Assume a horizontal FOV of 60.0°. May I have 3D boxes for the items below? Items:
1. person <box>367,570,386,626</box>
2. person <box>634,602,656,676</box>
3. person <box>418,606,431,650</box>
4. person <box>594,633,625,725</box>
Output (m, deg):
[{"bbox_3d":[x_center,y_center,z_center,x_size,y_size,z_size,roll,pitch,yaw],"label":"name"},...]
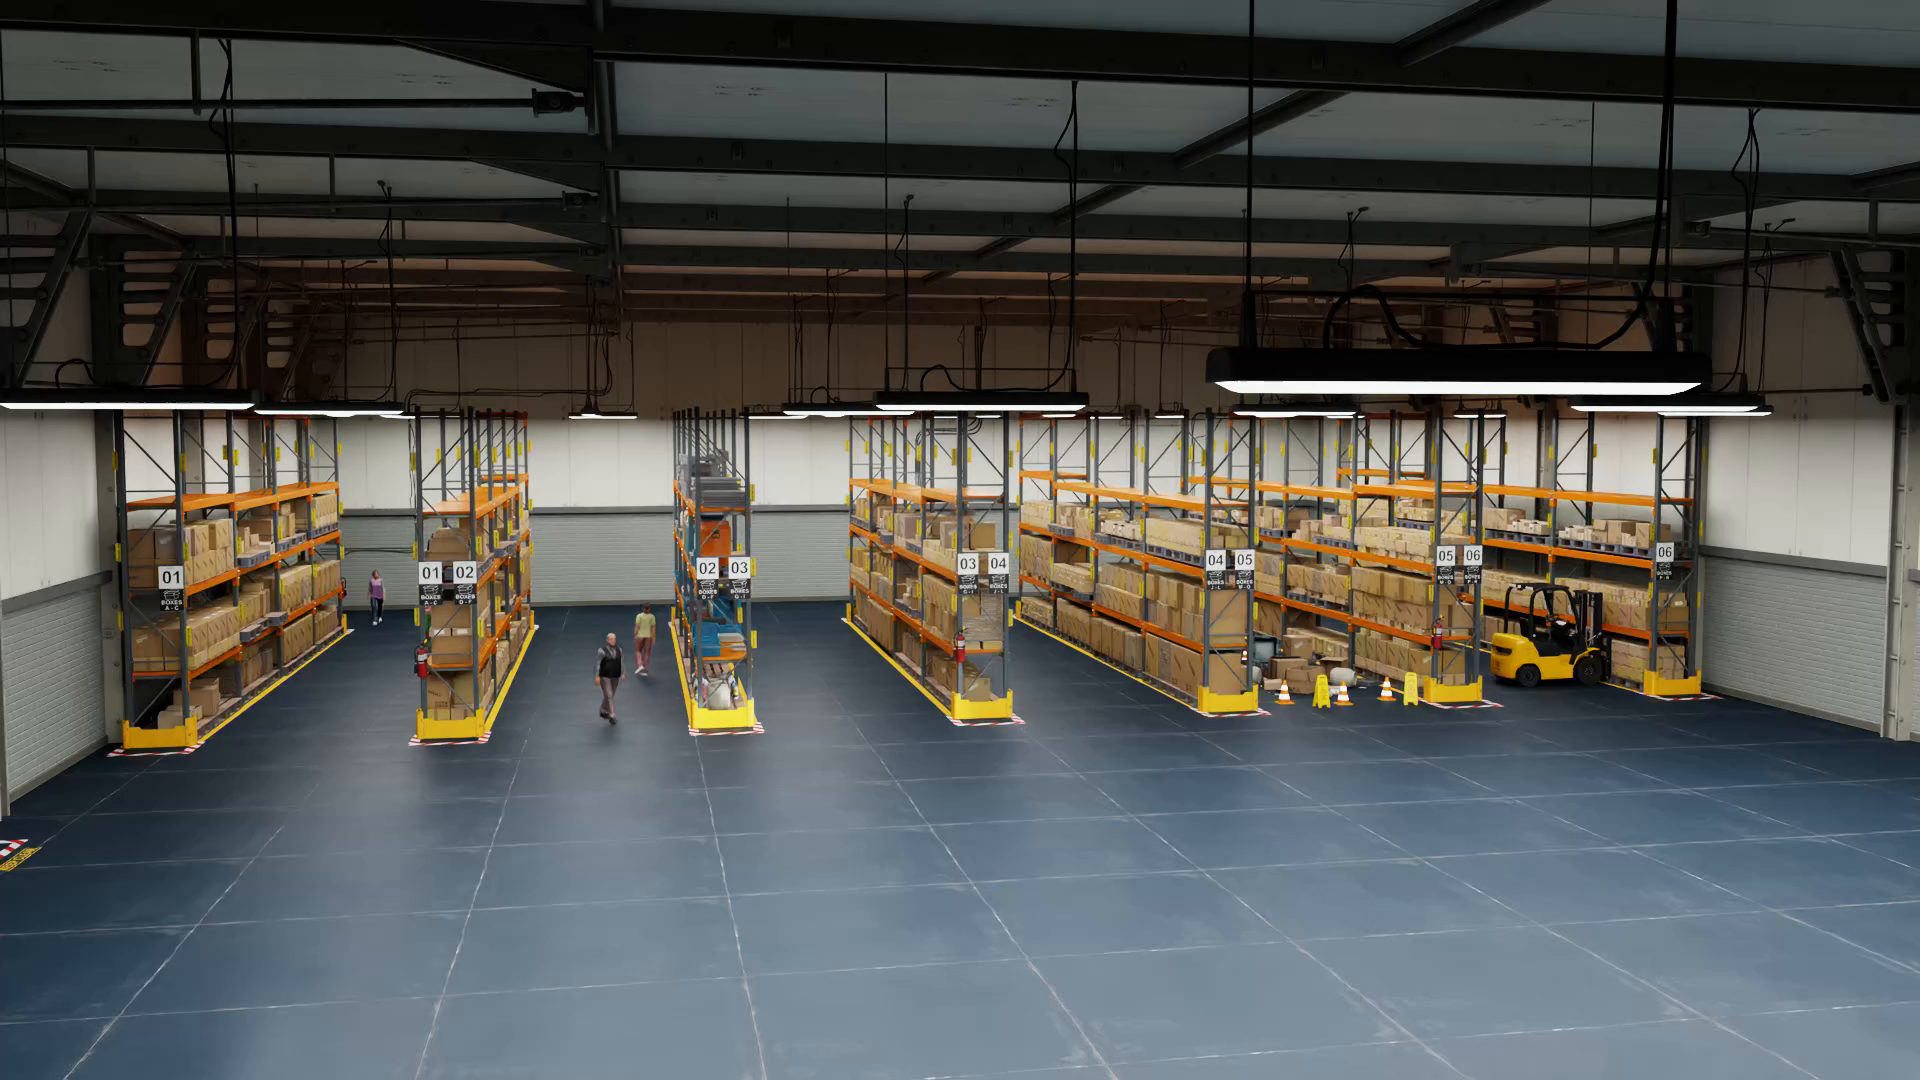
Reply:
[{"bbox_3d":[-16.444,1.620,46.853,0.477,1.507,1.008,-2,4,-20],"label":"person"},{"bbox_3d":[-7.072,2.222,37.378,0.483,1.671,0.463,-1,4,-12],"label":"person"},{"bbox_3d":[-13.330,1.854,41.812,0.673,1.725,1.034,-1,4,-10],"label":"person"},{"bbox_3d":[-6.630,2.609,31.615,0.959,1.670,0.561,4,6,43],"label":"person"}]
